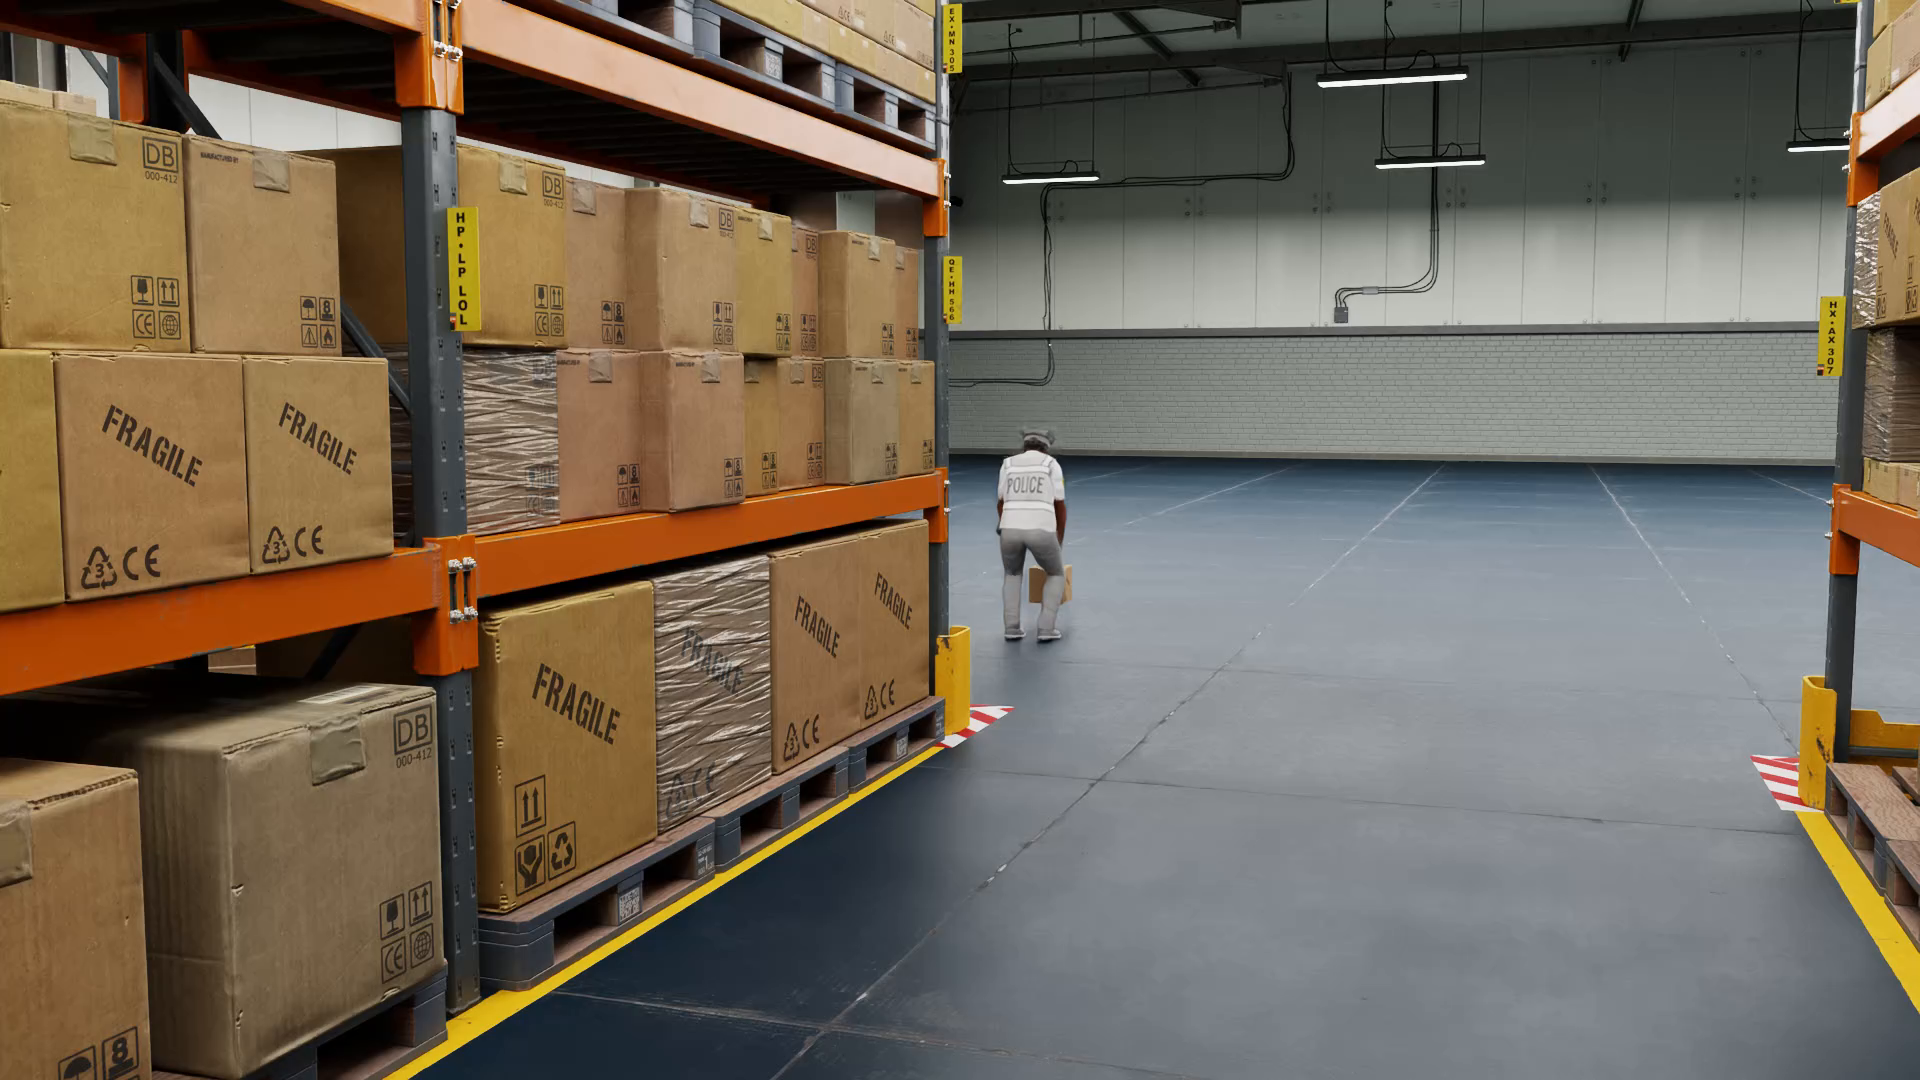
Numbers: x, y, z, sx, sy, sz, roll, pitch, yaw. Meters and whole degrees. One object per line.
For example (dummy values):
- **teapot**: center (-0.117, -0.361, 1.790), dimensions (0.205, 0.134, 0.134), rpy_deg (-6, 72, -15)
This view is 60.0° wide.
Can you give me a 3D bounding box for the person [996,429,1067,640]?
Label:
- **person**: center (0.474, -0.037, 11.413), dimensions (0.494, 1.440, 0.670), rpy_deg (2, 6, 19)
